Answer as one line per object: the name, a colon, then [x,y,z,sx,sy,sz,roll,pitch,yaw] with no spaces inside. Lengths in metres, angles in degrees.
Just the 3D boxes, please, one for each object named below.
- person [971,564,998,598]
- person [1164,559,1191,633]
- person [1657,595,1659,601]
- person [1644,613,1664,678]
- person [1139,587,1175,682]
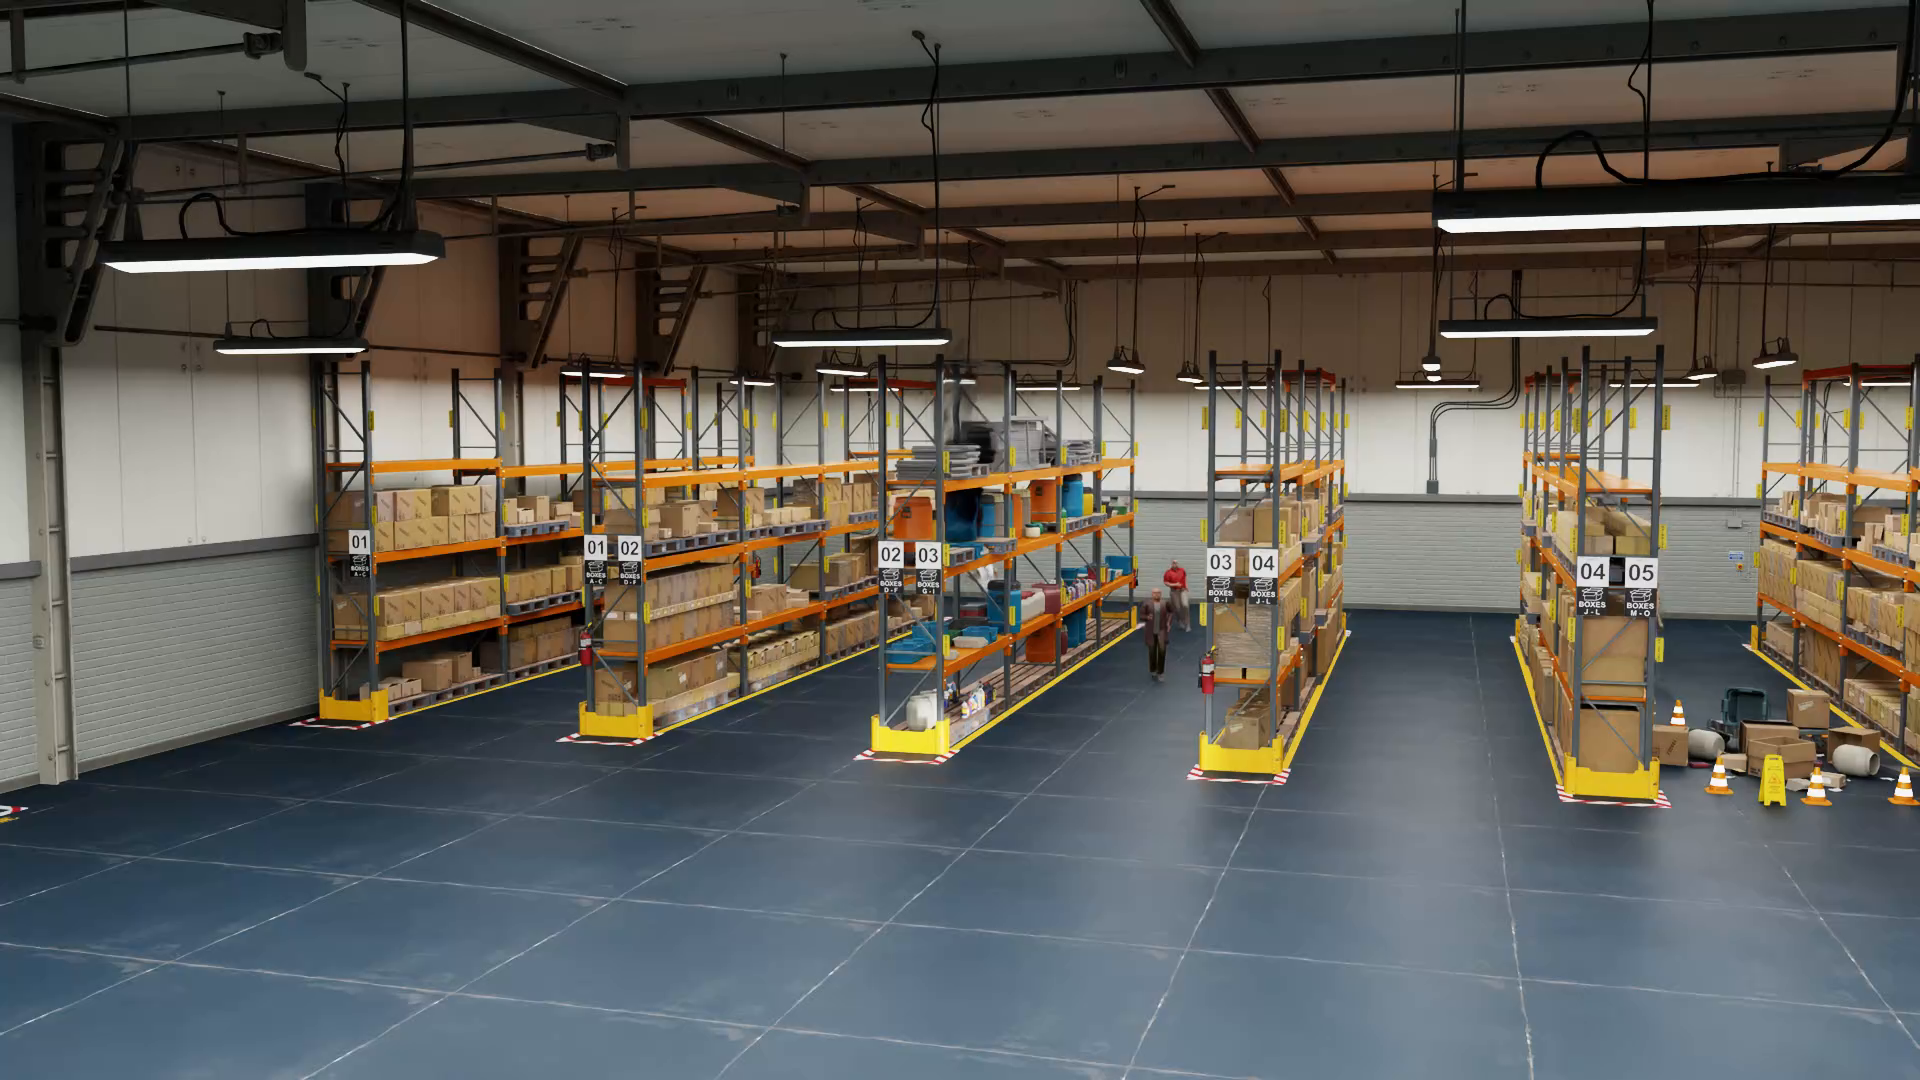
person: [0.633,1.166,41.832,0.721,1.700,0.850,-2,5,-25]
person: [5.185,1.312,39.728,0.652,1.735,0.810,0,4,-7]
person: [14.775,1.564,36.022,0.561,1.660,0.969,0,4,-1]
person: [13.352,1.932,32.265,0.540,1.562,0.552,1,4,14]
person: [3.796,1.778,32.095,0.685,1.729,0.776,0,4,7]
